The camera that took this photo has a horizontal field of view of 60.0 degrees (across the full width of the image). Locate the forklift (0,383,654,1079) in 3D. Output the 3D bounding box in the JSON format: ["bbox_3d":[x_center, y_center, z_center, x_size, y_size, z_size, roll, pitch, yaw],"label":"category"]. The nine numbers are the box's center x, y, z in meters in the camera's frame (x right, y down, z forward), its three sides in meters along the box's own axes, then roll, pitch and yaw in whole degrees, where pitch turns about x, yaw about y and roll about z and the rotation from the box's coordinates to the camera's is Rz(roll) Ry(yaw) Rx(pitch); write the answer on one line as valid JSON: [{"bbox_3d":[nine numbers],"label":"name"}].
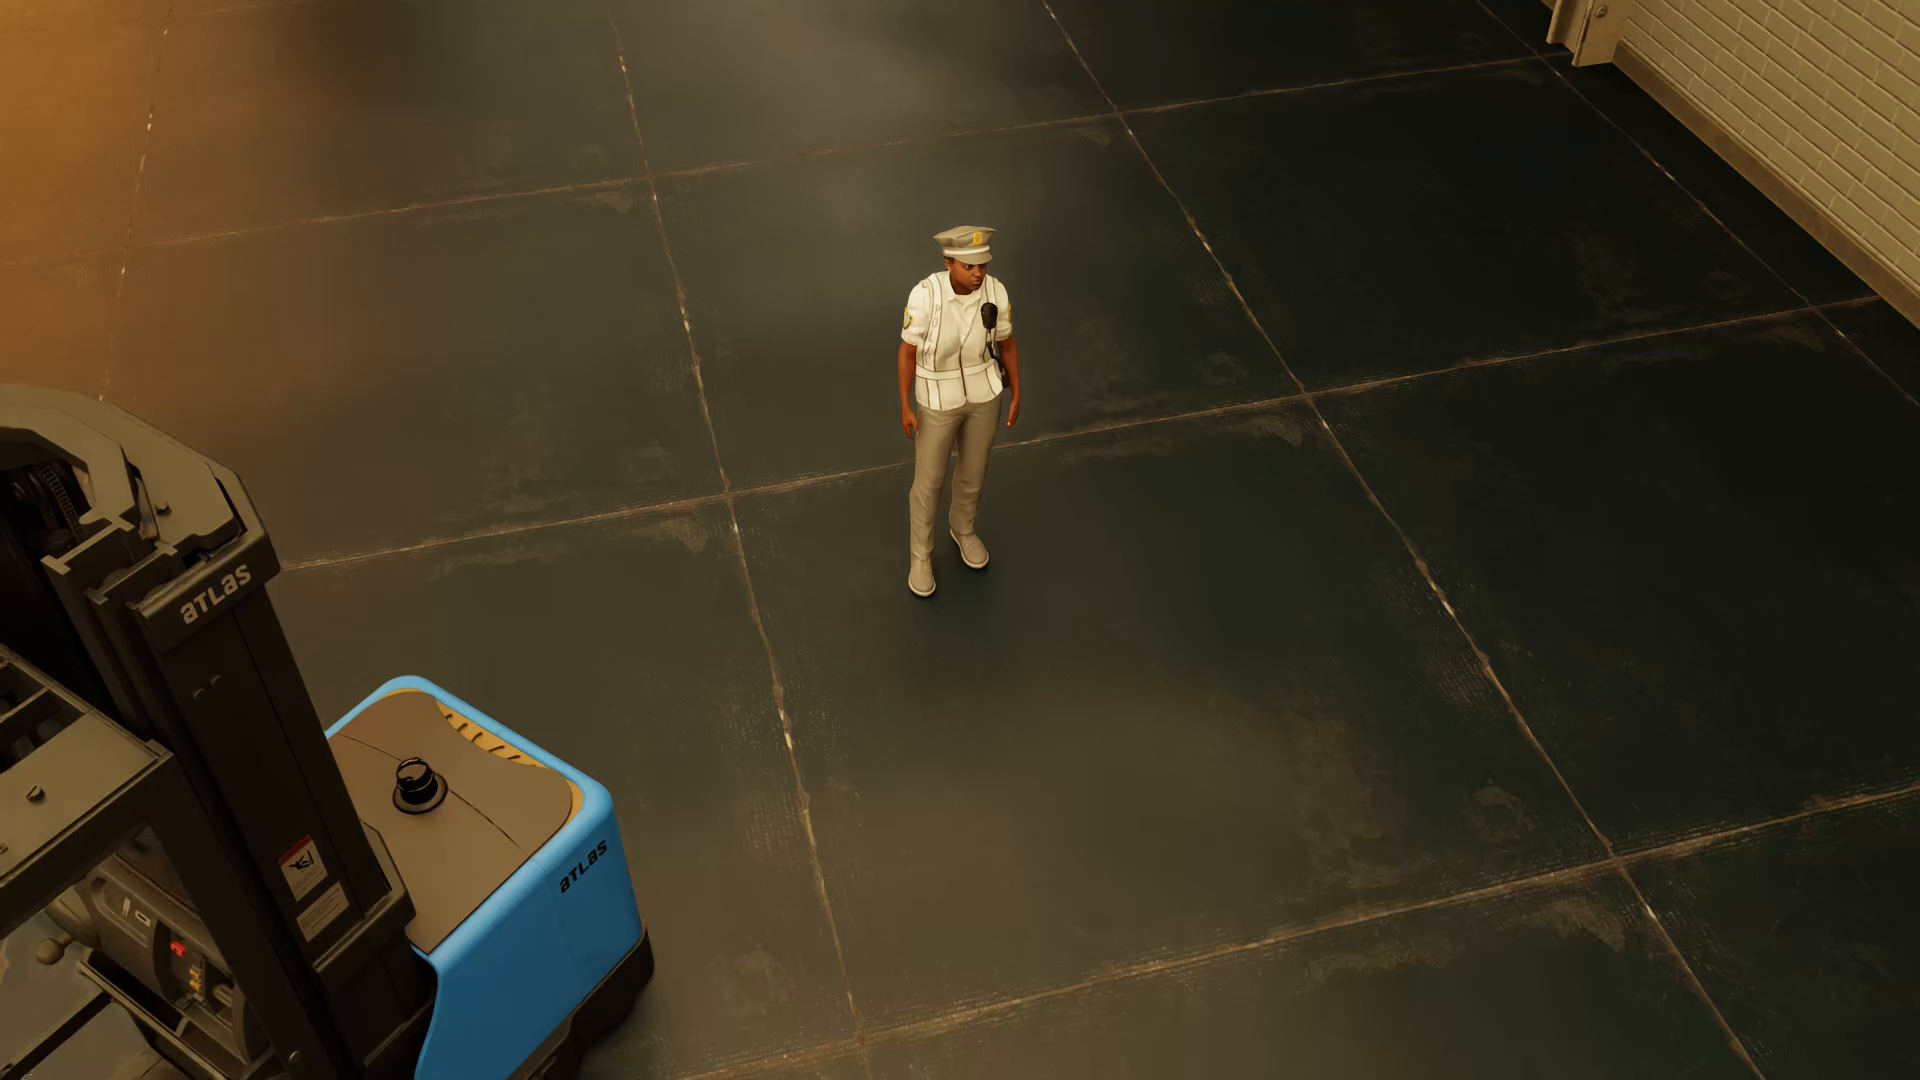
[{"bbox_3d":[-2.350,1.182,4.395,1.130,2.935,3.031,25,49,24],"label":"forklift"}]

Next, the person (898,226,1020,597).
[{"bbox_3d":[0.000,-0.568,7.136,0.569,1.695,0.530,-10,44,-11],"label":"person"}]
